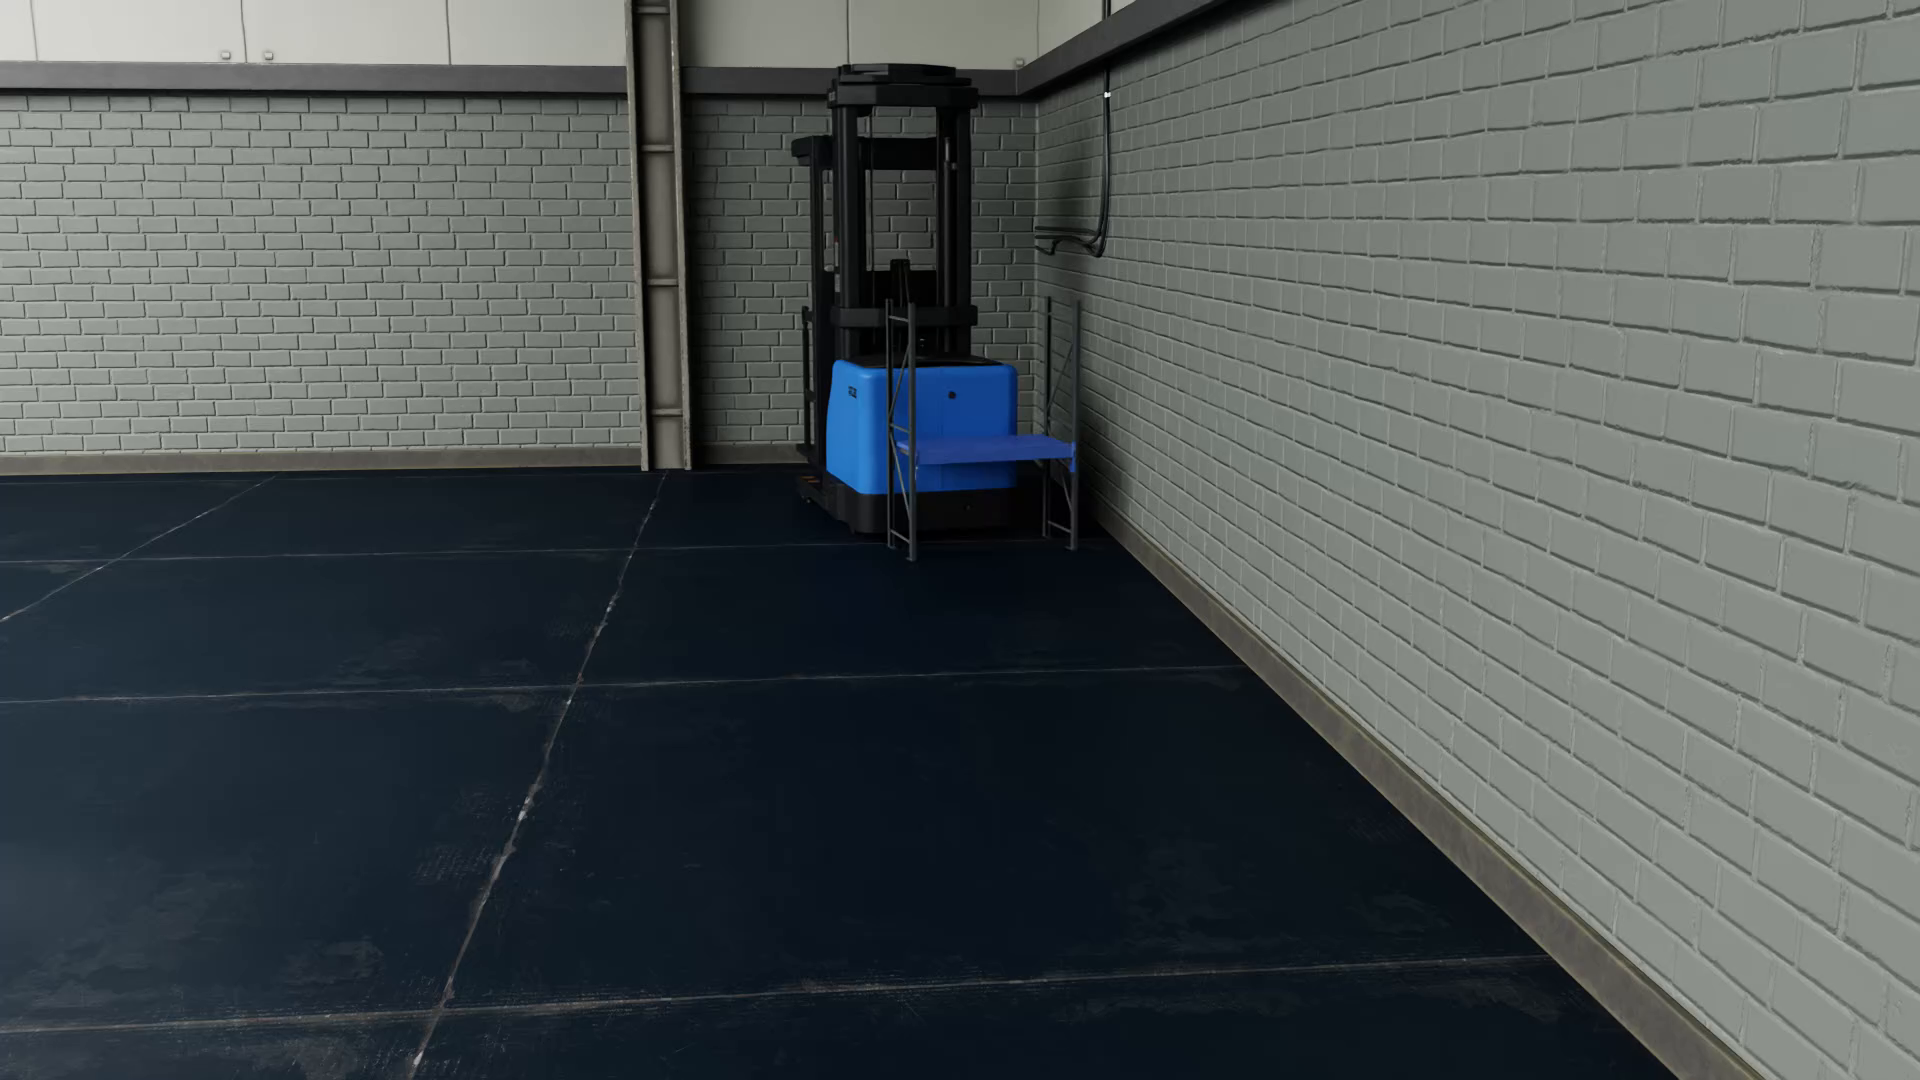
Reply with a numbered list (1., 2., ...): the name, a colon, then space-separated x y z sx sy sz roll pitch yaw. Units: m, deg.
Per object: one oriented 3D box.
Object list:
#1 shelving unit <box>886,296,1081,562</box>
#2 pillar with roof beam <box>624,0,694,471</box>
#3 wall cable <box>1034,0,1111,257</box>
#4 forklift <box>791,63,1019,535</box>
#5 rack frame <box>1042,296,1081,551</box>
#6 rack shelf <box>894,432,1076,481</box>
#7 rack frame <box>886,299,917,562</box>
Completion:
1. shelving unit: 0.134 -0.684 9.958 1.048 1.500 0.538 -4 12 -18
2. pillar with roof beam: -1.876 -4.174 8.270 0.400 9.000 9.100 -1 11 -6
3. wall cable: 0.731 -3.283 11.791 0.112 2.526 3.097 -1 11 -6
4. forklift: -0.530 -1.711 11.473 1.130 2.935 3.031 -3 12 -16
5. rack frame: 0.616 -0.715 10.118 0.032 1.500 0.500 -4 12 -18
6. rack shelf: 0.134 -0.507 9.993 1.000 0.185 0.538 -4 12 -18
7. rack frame: -0.348 -0.652 9.799 0.032 1.500 0.500 -4 12 -18
